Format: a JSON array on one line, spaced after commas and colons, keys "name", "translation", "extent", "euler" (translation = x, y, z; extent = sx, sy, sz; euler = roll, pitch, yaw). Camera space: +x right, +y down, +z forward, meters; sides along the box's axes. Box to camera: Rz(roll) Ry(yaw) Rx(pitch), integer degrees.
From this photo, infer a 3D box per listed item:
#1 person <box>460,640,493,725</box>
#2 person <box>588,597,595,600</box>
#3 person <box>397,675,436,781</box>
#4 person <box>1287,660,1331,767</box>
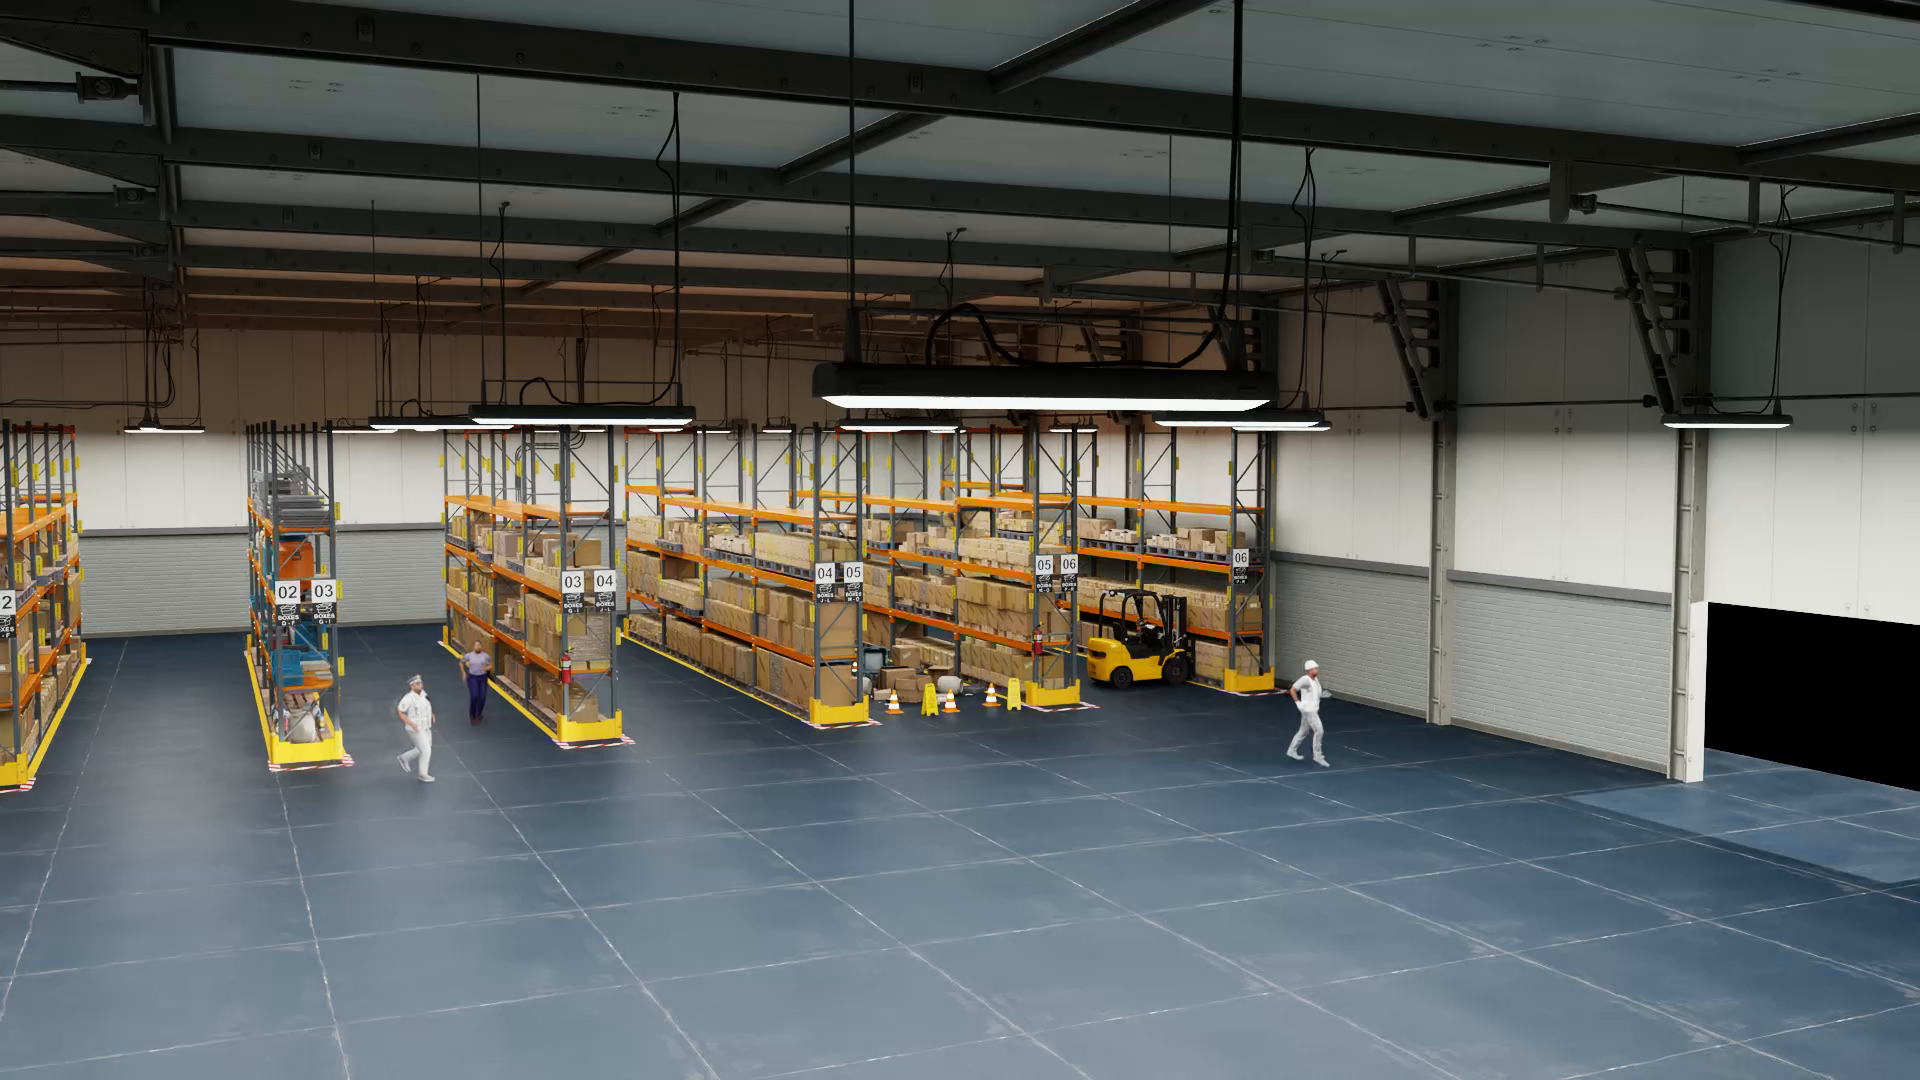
[{"name": "person", "translation": [-9.621, 2.838, 33.159], "extent": [0.575, 1.689, 0.711], "euler": [-2, 4, -31]}, {"name": "person", "translation": [-10.263, 1.954, 46.014], "extent": [0.701, 1.811, 0.873], "euler": [-1, 4, -19]}, {"name": "person", "translation": [-9.073, 3.123, 27.715], "extent": [0.698, 1.775, 0.629], "euler": [1, 4, 16]}, {"name": "person", "translation": [6.084, 3.010, 28.987], "extent": [0.790, 1.836, 0.690], "euler": [1, 4, 23]}]
